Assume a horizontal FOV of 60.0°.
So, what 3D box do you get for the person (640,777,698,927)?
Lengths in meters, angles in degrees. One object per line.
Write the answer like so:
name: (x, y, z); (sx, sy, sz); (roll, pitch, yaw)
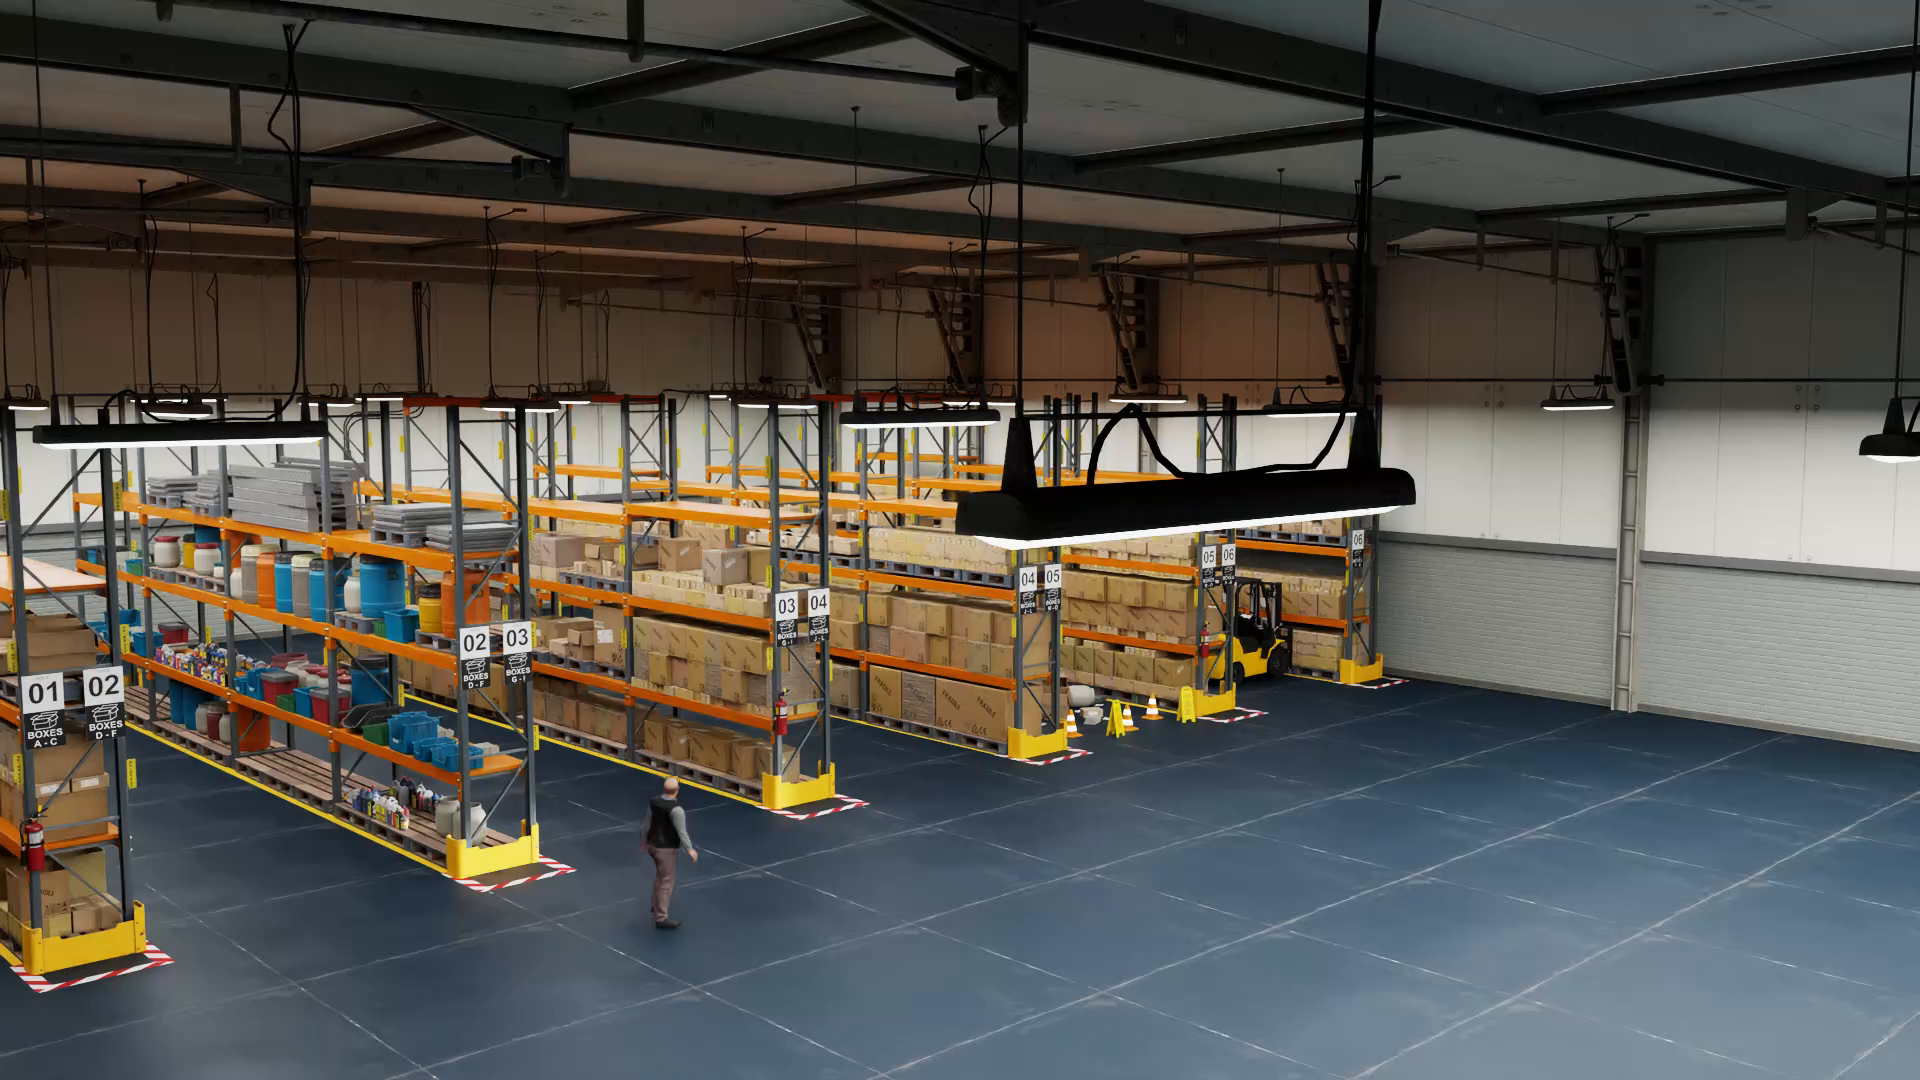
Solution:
person: (-3.421, 3.627, 19.429); (0.529, 1.755, 0.659); (-5, 7, -39)
